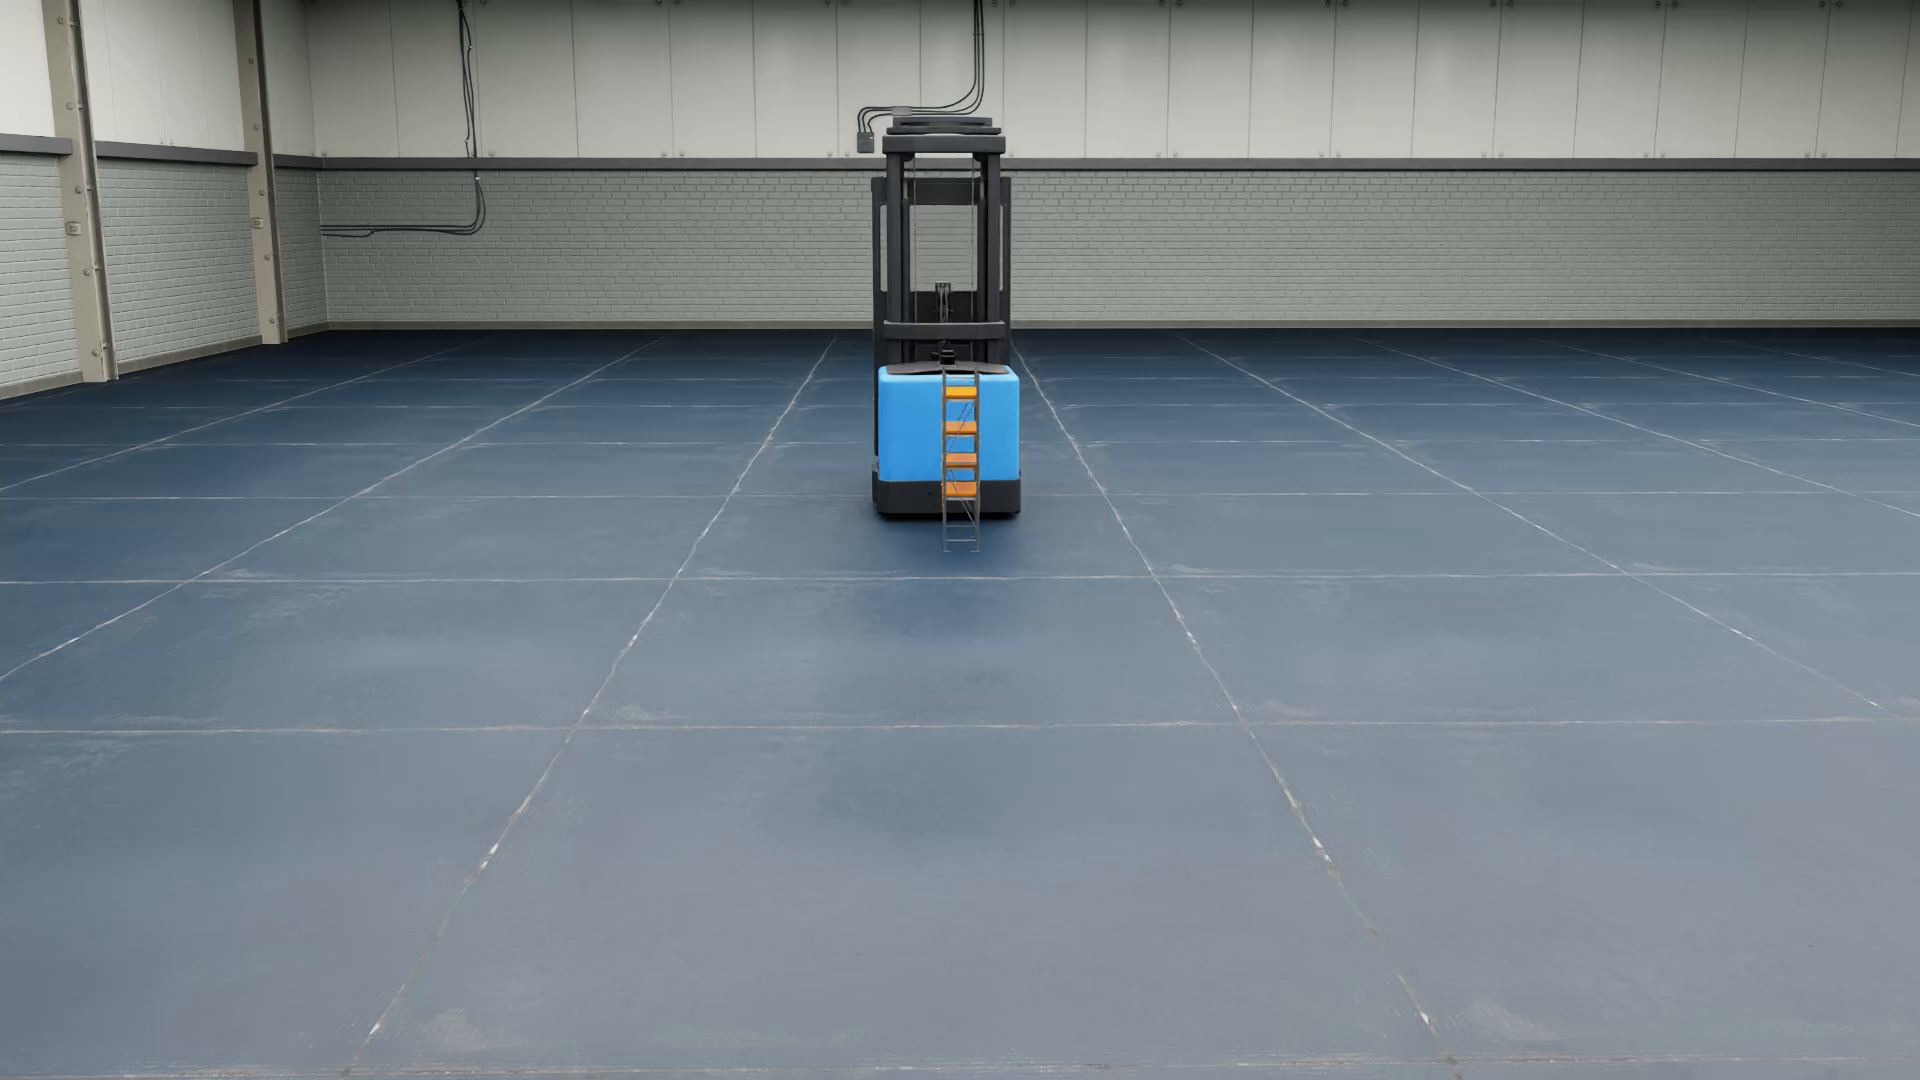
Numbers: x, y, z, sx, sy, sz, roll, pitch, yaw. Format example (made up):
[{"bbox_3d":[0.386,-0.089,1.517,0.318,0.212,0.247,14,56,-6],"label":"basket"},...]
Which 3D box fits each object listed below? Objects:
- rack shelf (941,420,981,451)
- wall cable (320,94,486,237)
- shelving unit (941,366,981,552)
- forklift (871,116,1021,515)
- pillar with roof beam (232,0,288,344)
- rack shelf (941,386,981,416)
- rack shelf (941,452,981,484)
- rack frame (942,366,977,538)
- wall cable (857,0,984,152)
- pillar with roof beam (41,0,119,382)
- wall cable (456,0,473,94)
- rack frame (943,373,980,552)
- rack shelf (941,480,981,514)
[{"bbox_3d":[0.003,-0.708,11.247,0.258,0.148,0.480,0,11,-1],"label":"rack shelf"},{"bbox_3d":[-10.203,-6.775,30.131,3.097,2.526,0.112,0,11,-1],"label":"wall cable"},{"bbox_3d":[0.003,-0.555,11.278,0.258,1.200,0.503,0,11,-1],"label":"shelving unit"},{"bbox_3d":[-0.159,-1.864,13.374,1.130,2.935,3.031,-1,11,-3],"label":"forklift"},{"bbox_3d":[-7.160,-7.723,26.996,9.100,9.000,0.400,0,11,-1],"label":"pillar with roof beam"},{"bbox_3d":[0.003,-0.940,11.199,0.258,0.148,0.480,0,11,-1],"label":"rack shelf"},{"bbox_3d":[0.003,-0.489,11.291,0.258,0.148,0.480,0,11,-1],"label":"rack shelf"},{"bbox_3d":[-0.002,-0.604,11.517,0.240,1.200,0.015,0,11,-1],"label":"rack frame"},{"bbox_3d":[-0.711,-9.999,29.660,2.305,6.003,0.169,0,11,-1],"label":"wall cable"},{"bbox_3d":[-7.036,-6.531,21.117,9.100,9.000,0.400,0,11,-1],"label":"pillar with roof beam"},{"bbox_3d":[-7.498,-9.261,29.683,3.097,2.526,0.112,0,11,-1],"label":"wall cable"},{"bbox_3d":[0.008,-0.507,11.039,0.240,1.200,0.015,0,11,-1],"label":"rack frame"},{"bbox_3d":[0.003,-0.295,11.330,0.258,0.148,0.480,0,11,-1],"label":"rack shelf"}]
